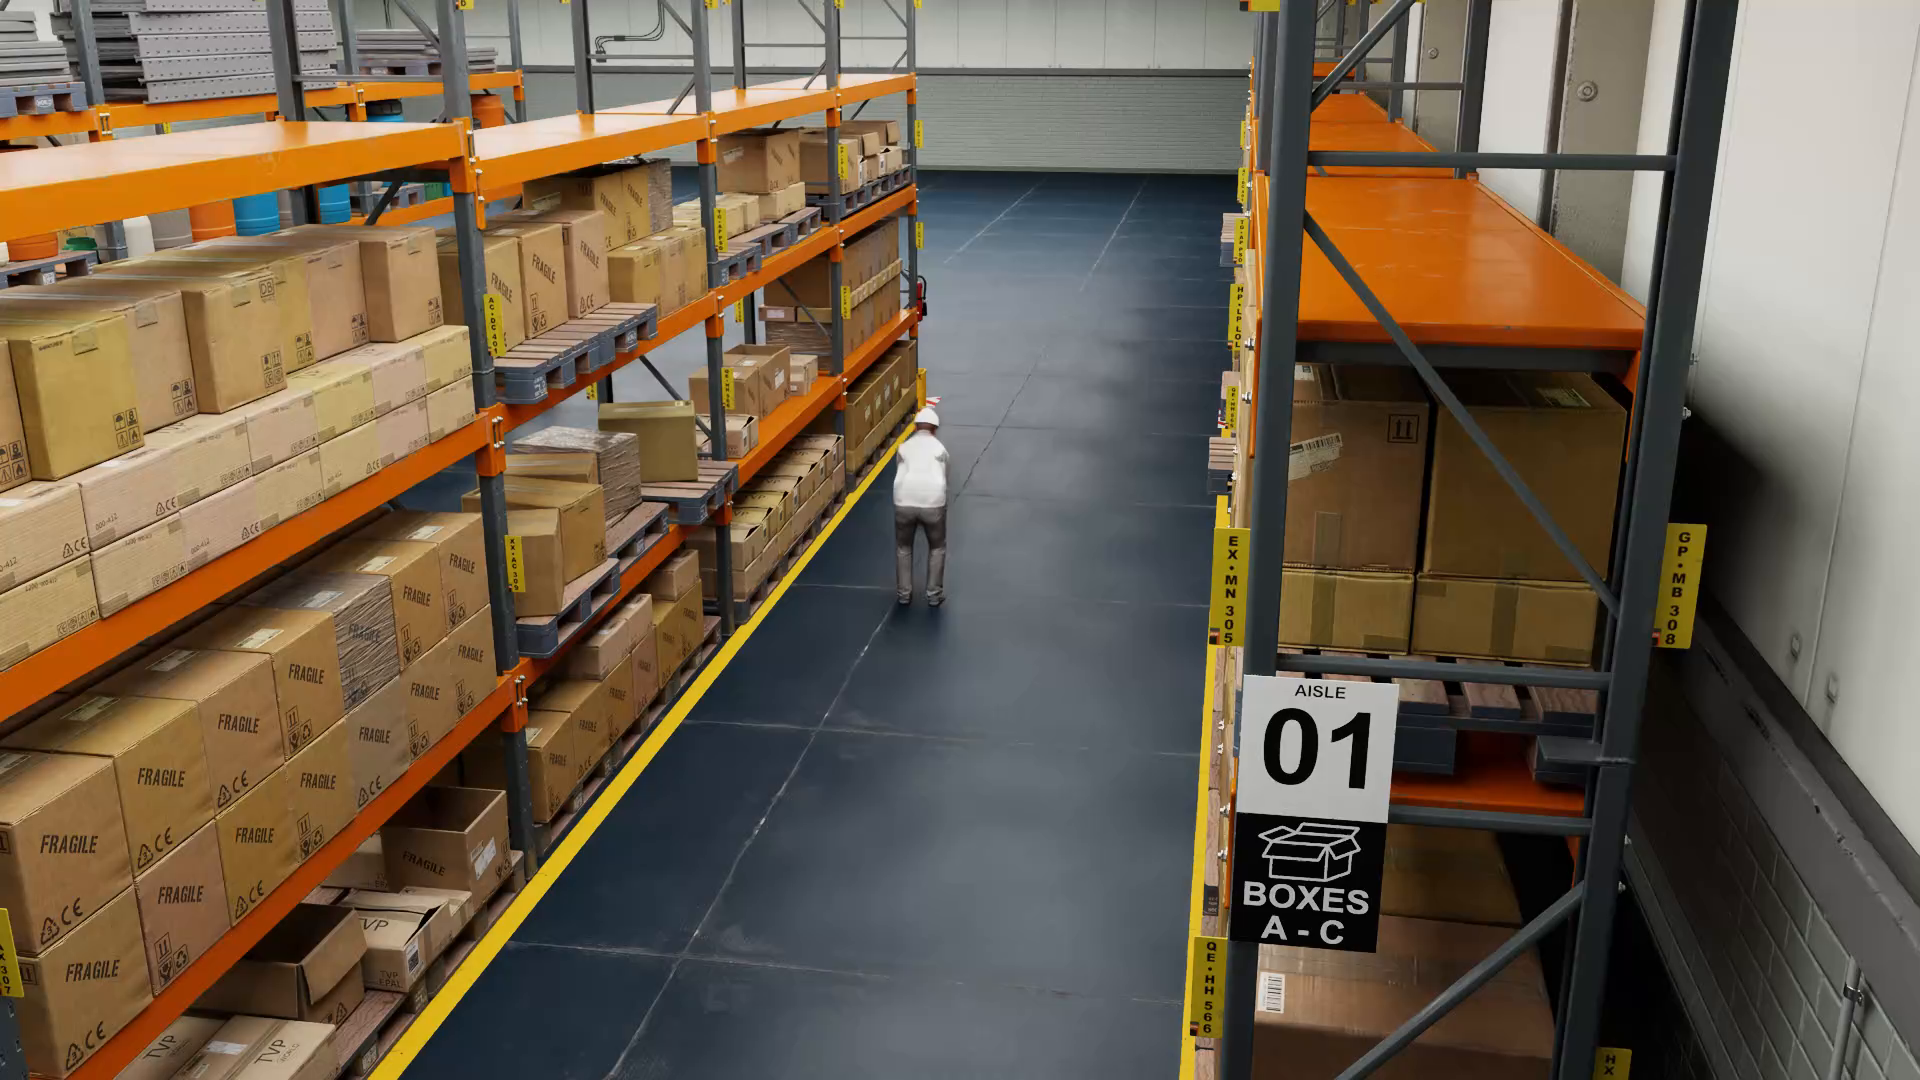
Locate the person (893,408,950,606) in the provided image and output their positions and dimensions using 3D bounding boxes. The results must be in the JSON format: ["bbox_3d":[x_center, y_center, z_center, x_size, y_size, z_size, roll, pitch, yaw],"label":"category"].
[{"bbox_3d":[-0.321,-0.287,14.205,0.467,1.597,0.794,2,18,8],"label":"person"}]
